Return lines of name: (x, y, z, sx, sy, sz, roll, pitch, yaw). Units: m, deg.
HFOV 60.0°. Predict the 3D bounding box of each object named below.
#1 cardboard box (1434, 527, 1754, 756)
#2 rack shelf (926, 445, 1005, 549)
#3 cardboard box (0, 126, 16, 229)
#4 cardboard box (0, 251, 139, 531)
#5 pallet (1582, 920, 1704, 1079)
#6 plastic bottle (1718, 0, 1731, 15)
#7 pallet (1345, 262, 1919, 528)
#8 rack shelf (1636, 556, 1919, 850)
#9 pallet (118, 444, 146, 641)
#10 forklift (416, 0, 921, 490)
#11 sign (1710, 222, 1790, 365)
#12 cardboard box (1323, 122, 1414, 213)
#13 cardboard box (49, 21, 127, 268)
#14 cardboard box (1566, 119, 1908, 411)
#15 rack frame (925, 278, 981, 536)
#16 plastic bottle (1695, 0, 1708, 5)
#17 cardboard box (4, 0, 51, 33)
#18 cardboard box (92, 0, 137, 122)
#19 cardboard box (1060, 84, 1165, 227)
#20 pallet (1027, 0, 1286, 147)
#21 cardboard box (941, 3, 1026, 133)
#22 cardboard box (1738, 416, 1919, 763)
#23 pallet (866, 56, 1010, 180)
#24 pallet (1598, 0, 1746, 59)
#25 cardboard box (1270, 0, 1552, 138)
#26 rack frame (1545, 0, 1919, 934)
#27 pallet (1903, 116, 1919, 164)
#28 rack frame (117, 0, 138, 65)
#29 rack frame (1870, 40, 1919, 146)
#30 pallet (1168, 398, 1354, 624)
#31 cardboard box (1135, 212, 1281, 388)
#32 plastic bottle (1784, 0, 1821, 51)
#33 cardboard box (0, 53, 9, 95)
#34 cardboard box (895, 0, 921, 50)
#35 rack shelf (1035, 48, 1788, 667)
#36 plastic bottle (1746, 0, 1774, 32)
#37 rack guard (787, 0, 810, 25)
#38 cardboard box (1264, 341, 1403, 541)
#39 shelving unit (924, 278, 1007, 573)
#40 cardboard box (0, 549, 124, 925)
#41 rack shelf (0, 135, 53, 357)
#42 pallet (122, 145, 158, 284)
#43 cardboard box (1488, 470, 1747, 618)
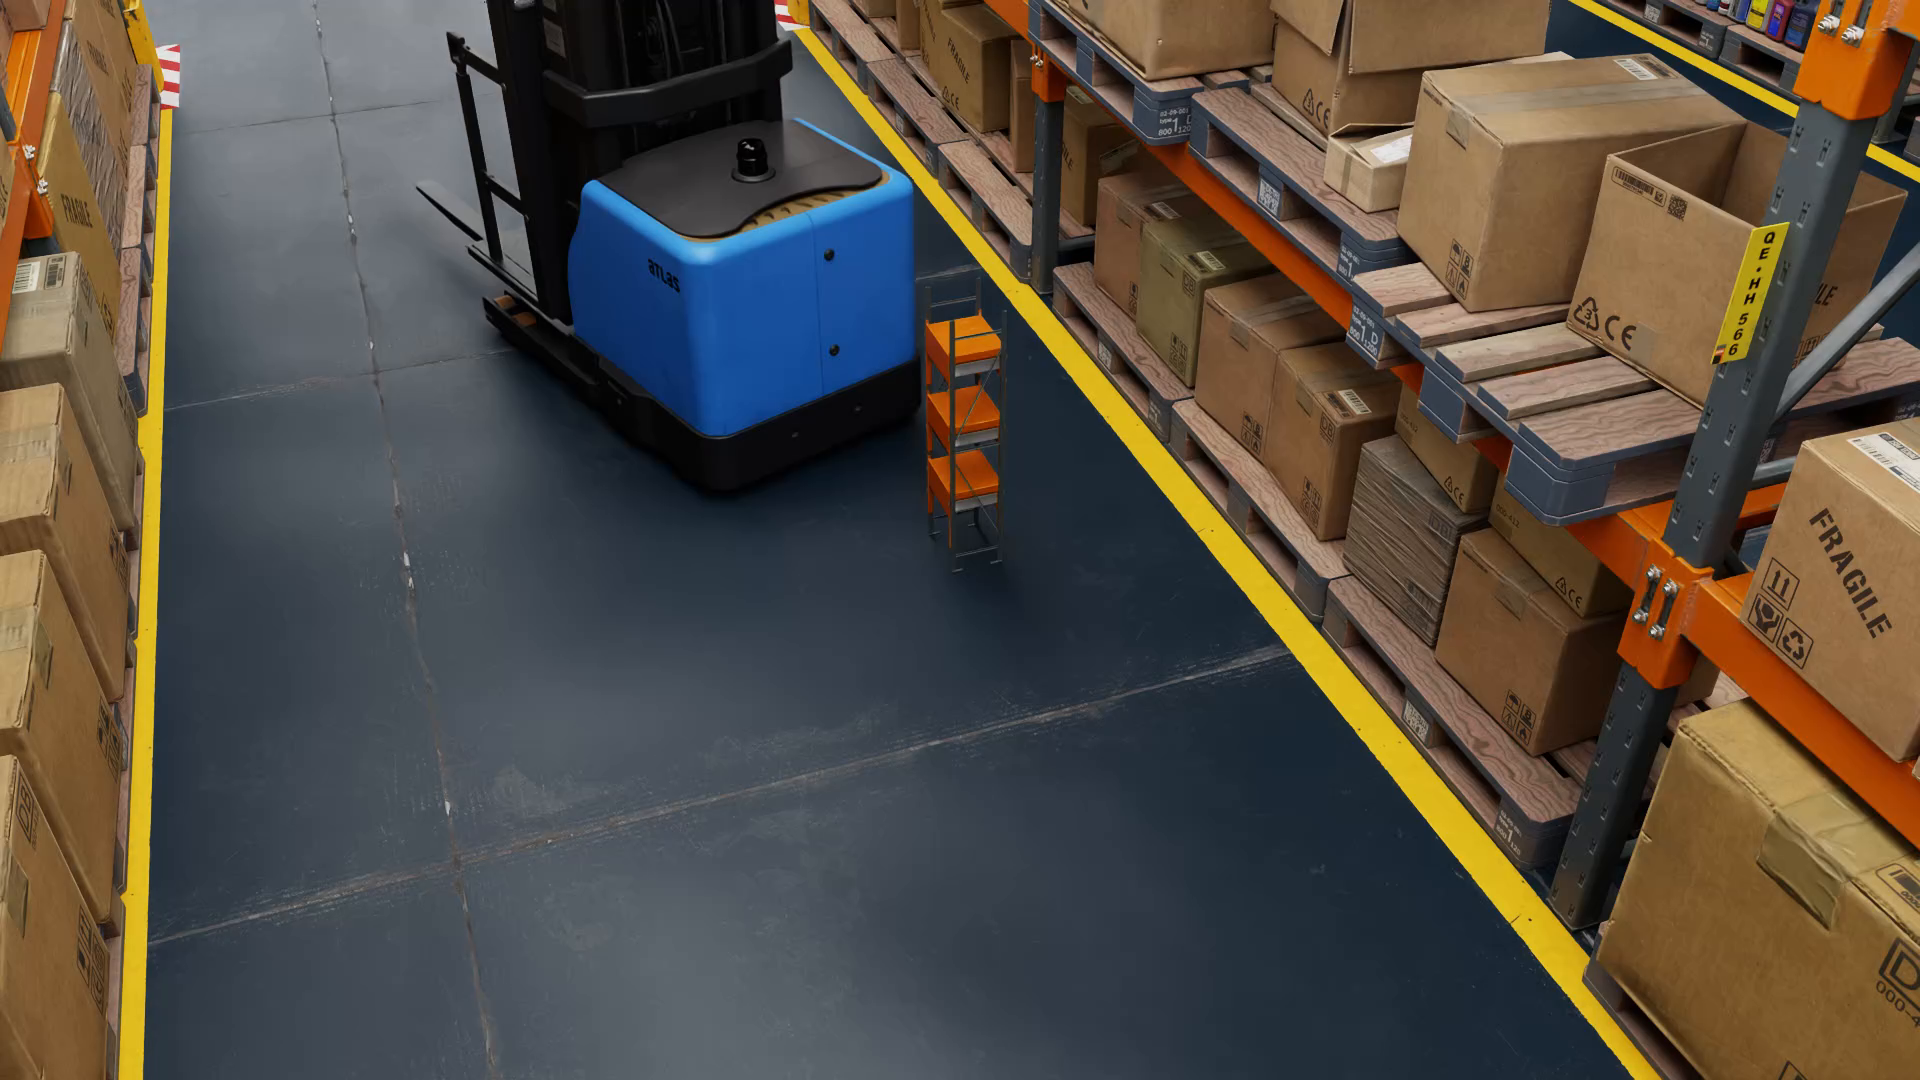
cardboard box: (1.947, 0.238, 5.153, 0.700, 0.500, 0.500, -14, 39, -18)
rack shelf: (0.018, -0.159, 6.068, 0.215, 0.259, 0.240, -12, 39, -16)
cardboard box: (-3.442, -1.301, 5.401, 0.500, 0.500, 0.500, -13, 39, -16)
cardboard box: (-3.574, -0.437, 5.858, 1.050, 0.750, 0.750, -13, 39, -16)
pallet: (2.397, 1.364, 4.263, 1.003, 0.211, 1.213, -12, 39, -16)
plastic bottle: (4.682, -3.302, 10.101, 0.097, 0.201, 0.097, 0, 37, 0)
pallet: (1.851, -0.514, 4.599, 1.213, 0.211, 1.003, -12, 39, -16)
rack shelf: (2.884, 1.207, 2.753, 1.077, 0.370, 4.000, -12, 39, -16)
pallet: (-3.536, 0.034, 6.030, 1.003, 0.211, 1.213, -12, 39, -16)
forklift: (-1.480, -2.182, 6.710, 1.130, 2.935, 3.031, -26, 44, -30)
sign: (1.690, -0.524, 3.556, 0.100, 0.325, 0.005, -12, 39, -16)
cardboard box: (1.369, -1.211, 5.127, 0.396, 0.266, 0.258, -14, 39, -17)
cardboard box: (-4.337, -1.698, 7.427, 0.875, 0.875, 0.875, -12, 39, -16)
cardboard box: (1.973, -0.715, 4.274, 0.500, 0.500, 0.500, -17, 40, -21)
rack frame: (-0.024, -0.458, 5.985, 0.200, 1.050, 0.008, -12, 39, -16)
plastic bottle: (4.611, -3.418, 10.255, 0.097, 0.201, 0.097, 0, 37, 0)
cardboard box: (-4.296, -2.402, 6.821, 0.875, 0.550, 0.550, -12, 39, -16)
cardboard box: (-4.953, -2.710, 8.771, 0.875, 0.875, 0.875, -12, 39, -16)
cardboard box: (0.720, -1.874, 7.973, 0.500, 0.500, 0.500, -14, 39, -17)
pallet: (0.946, -1.932, 6.481, 1.003, 0.211, 1.213, -12, 39, -16)
cardboard box: (0.228, -2.530, 8.844, 0.500, 0.500, 0.500, -16, 40, -20)
cardboard box: (2.108, 0.080, 3.567, 0.500, 0.500, 0.500, -11, 38, -15)
pallet: (0.132, -2.419, 9.286, 1.003, 0.211, 1.213, -12, 39, -16)
pallet: (4.855, -3.460, 10.668, 1.003, 0.211, 1.213, -12, 39, -16)
cardboard box: (1.503, -1.719, 5.604, 0.797, 0.503, 0.637, -9, 38, -11)
rack frame: (2.196, -0.210, 4.036, 1.000, 3.000, 0.127, -12, 39, -16)
pallet: (5.777, -1.946, 8.658, 1.003, 0.211, 1.213, -12, 39, -16)
rack frame: (-5.249, -3.760, 8.749, 1.000, 3.000, 0.127, -12, 39, -16)
rack frame: (5.470, -3.496, 8.398, 1.000, 3.000, 0.127, -12, 39, -16)
pallet: (1.513, -0.226, 6.375, 1.003, 0.211, 1.213, -12, 39, -16)
cardboard box: (1.157, -1.023, 6.827, 0.700, 0.500, 0.500, -13, 39, -16)
plastic bottle: (4.912, -3.026, 9.610, 0.144, 0.351, 0.185, -14, 39, -18)
cardboard box: (-4.010, -1.766, 5.977, 0.875, 0.550, 0.550, -12, 39, -16)
cardboard box: (-0.120, -3.212, 9.750, 0.500, 0.500, 0.500, -3, 37, -4)
rack shelf: (1.508, -1.053, 5.753, 1.077, 0.370, 4.000, -12, 39, -16)
plastic bottle: (4.801, -3.208, 9.852, 0.144, 0.351, 0.185, -13, 39, -16)
rack guard: (-0.531, -3.688, 10.731, 1.175, 0.500, 0.348, -12, 39, -16)
cardboard box: (1.542, -0.392, 5.989, 0.700, 0.500, 0.500, -9, 38, -12)
shelving unit: (0.018, -0.389, 5.894, 0.215, 1.050, 0.252, -12, 39, -16)
cardboard box: (-2.925, 0.634, 4.435, 1.050, 0.750, 0.750, -12, 39, -15)
rack shelf: (-3.184, -0.083, 4.465, 1.077, 0.370, 4.000, -12, 39, -16)
pallet: (-4.484, -1.523, 8.096, 1.003, 0.211, 1.213, -12, 39, -16)
cardboard box: (1.937, -0.060, 4.925, 0.500, 0.250, 0.500, -11, 38, -14)
